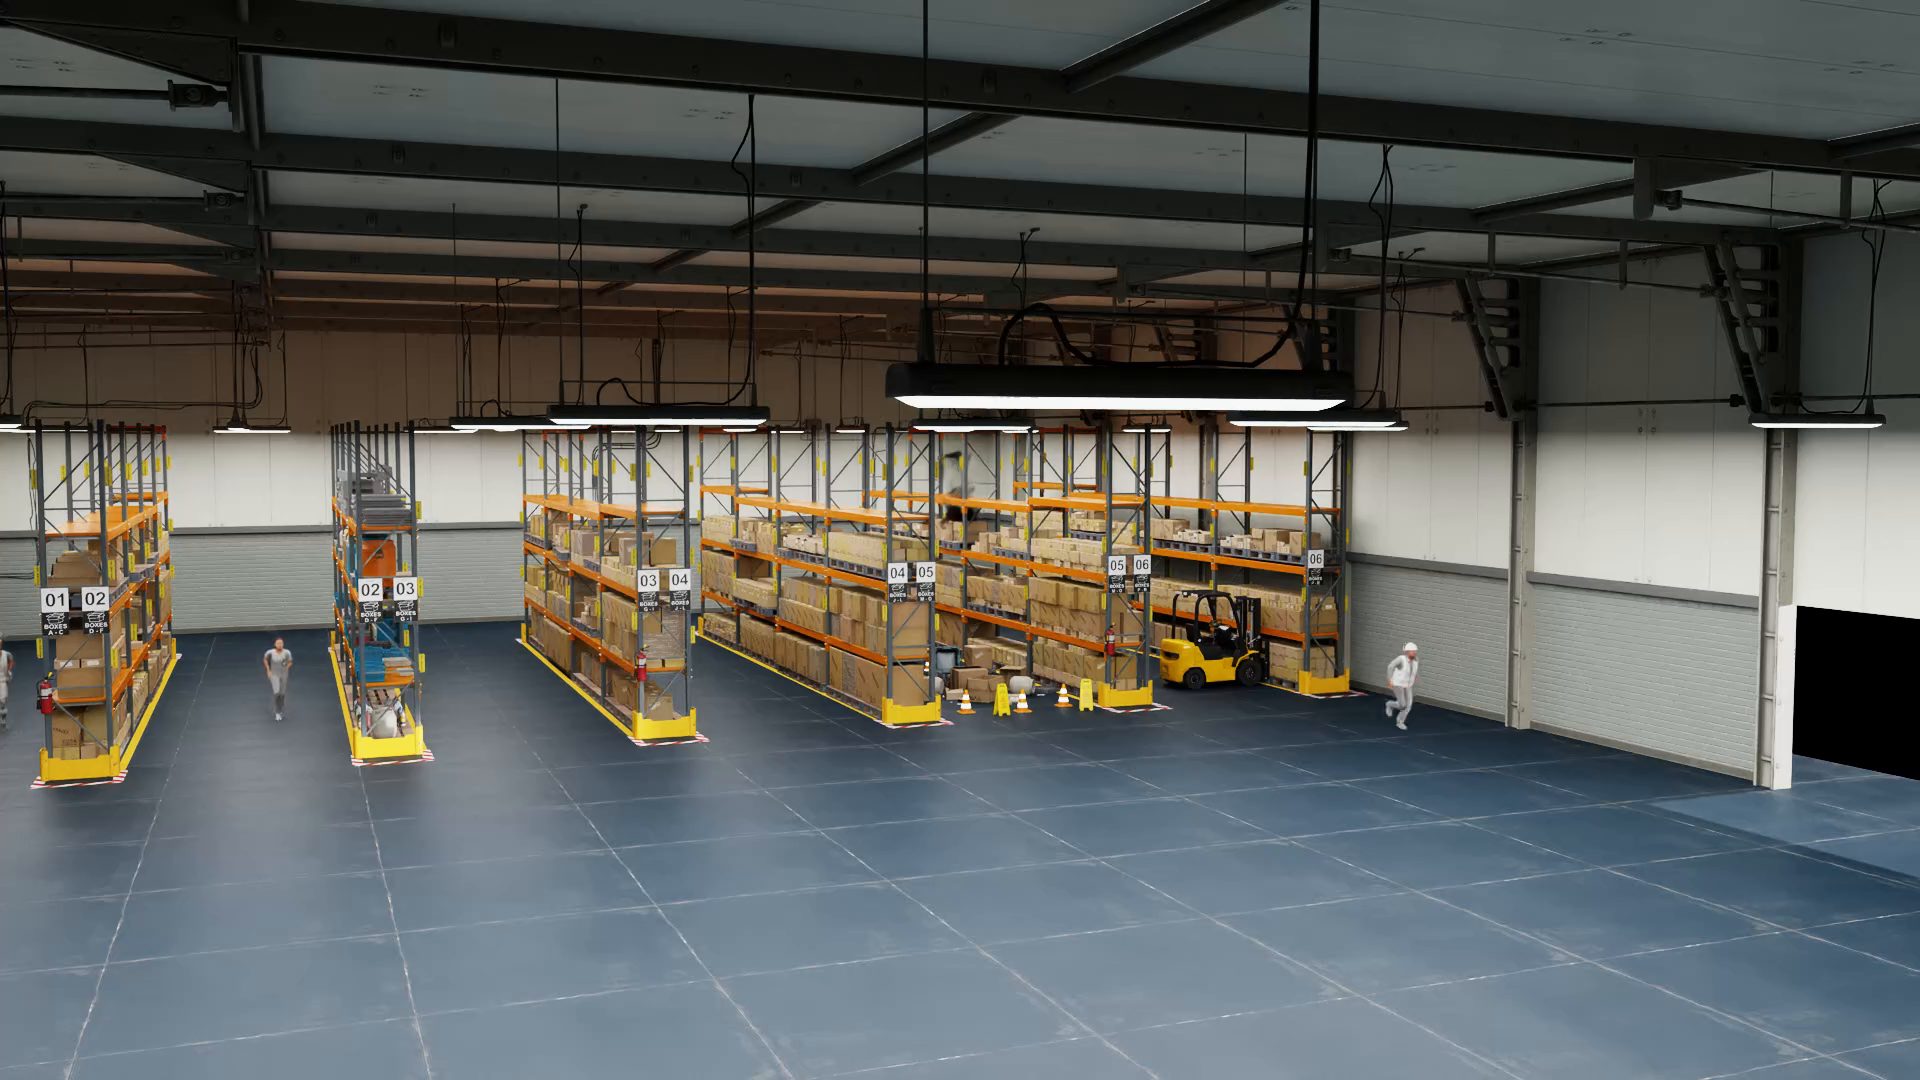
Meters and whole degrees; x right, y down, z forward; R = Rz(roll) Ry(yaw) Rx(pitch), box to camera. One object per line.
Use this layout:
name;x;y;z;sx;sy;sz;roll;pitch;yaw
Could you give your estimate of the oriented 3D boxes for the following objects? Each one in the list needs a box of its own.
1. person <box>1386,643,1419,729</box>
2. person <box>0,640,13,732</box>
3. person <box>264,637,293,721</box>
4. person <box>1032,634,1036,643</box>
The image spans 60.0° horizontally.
person;8.694;2.850;32.667;0.652;1.710;0.788;-2;4;-29
person;-18.788;2.814;32.390;0.616;1.851;0.792;-2;4;-30
person;-13.797;2.807;33.690;0.499;1.710;0.841;-2;4;-34
person;2.023;1.861;43.580;0.708;1.786;0.823;-2;4;-29
